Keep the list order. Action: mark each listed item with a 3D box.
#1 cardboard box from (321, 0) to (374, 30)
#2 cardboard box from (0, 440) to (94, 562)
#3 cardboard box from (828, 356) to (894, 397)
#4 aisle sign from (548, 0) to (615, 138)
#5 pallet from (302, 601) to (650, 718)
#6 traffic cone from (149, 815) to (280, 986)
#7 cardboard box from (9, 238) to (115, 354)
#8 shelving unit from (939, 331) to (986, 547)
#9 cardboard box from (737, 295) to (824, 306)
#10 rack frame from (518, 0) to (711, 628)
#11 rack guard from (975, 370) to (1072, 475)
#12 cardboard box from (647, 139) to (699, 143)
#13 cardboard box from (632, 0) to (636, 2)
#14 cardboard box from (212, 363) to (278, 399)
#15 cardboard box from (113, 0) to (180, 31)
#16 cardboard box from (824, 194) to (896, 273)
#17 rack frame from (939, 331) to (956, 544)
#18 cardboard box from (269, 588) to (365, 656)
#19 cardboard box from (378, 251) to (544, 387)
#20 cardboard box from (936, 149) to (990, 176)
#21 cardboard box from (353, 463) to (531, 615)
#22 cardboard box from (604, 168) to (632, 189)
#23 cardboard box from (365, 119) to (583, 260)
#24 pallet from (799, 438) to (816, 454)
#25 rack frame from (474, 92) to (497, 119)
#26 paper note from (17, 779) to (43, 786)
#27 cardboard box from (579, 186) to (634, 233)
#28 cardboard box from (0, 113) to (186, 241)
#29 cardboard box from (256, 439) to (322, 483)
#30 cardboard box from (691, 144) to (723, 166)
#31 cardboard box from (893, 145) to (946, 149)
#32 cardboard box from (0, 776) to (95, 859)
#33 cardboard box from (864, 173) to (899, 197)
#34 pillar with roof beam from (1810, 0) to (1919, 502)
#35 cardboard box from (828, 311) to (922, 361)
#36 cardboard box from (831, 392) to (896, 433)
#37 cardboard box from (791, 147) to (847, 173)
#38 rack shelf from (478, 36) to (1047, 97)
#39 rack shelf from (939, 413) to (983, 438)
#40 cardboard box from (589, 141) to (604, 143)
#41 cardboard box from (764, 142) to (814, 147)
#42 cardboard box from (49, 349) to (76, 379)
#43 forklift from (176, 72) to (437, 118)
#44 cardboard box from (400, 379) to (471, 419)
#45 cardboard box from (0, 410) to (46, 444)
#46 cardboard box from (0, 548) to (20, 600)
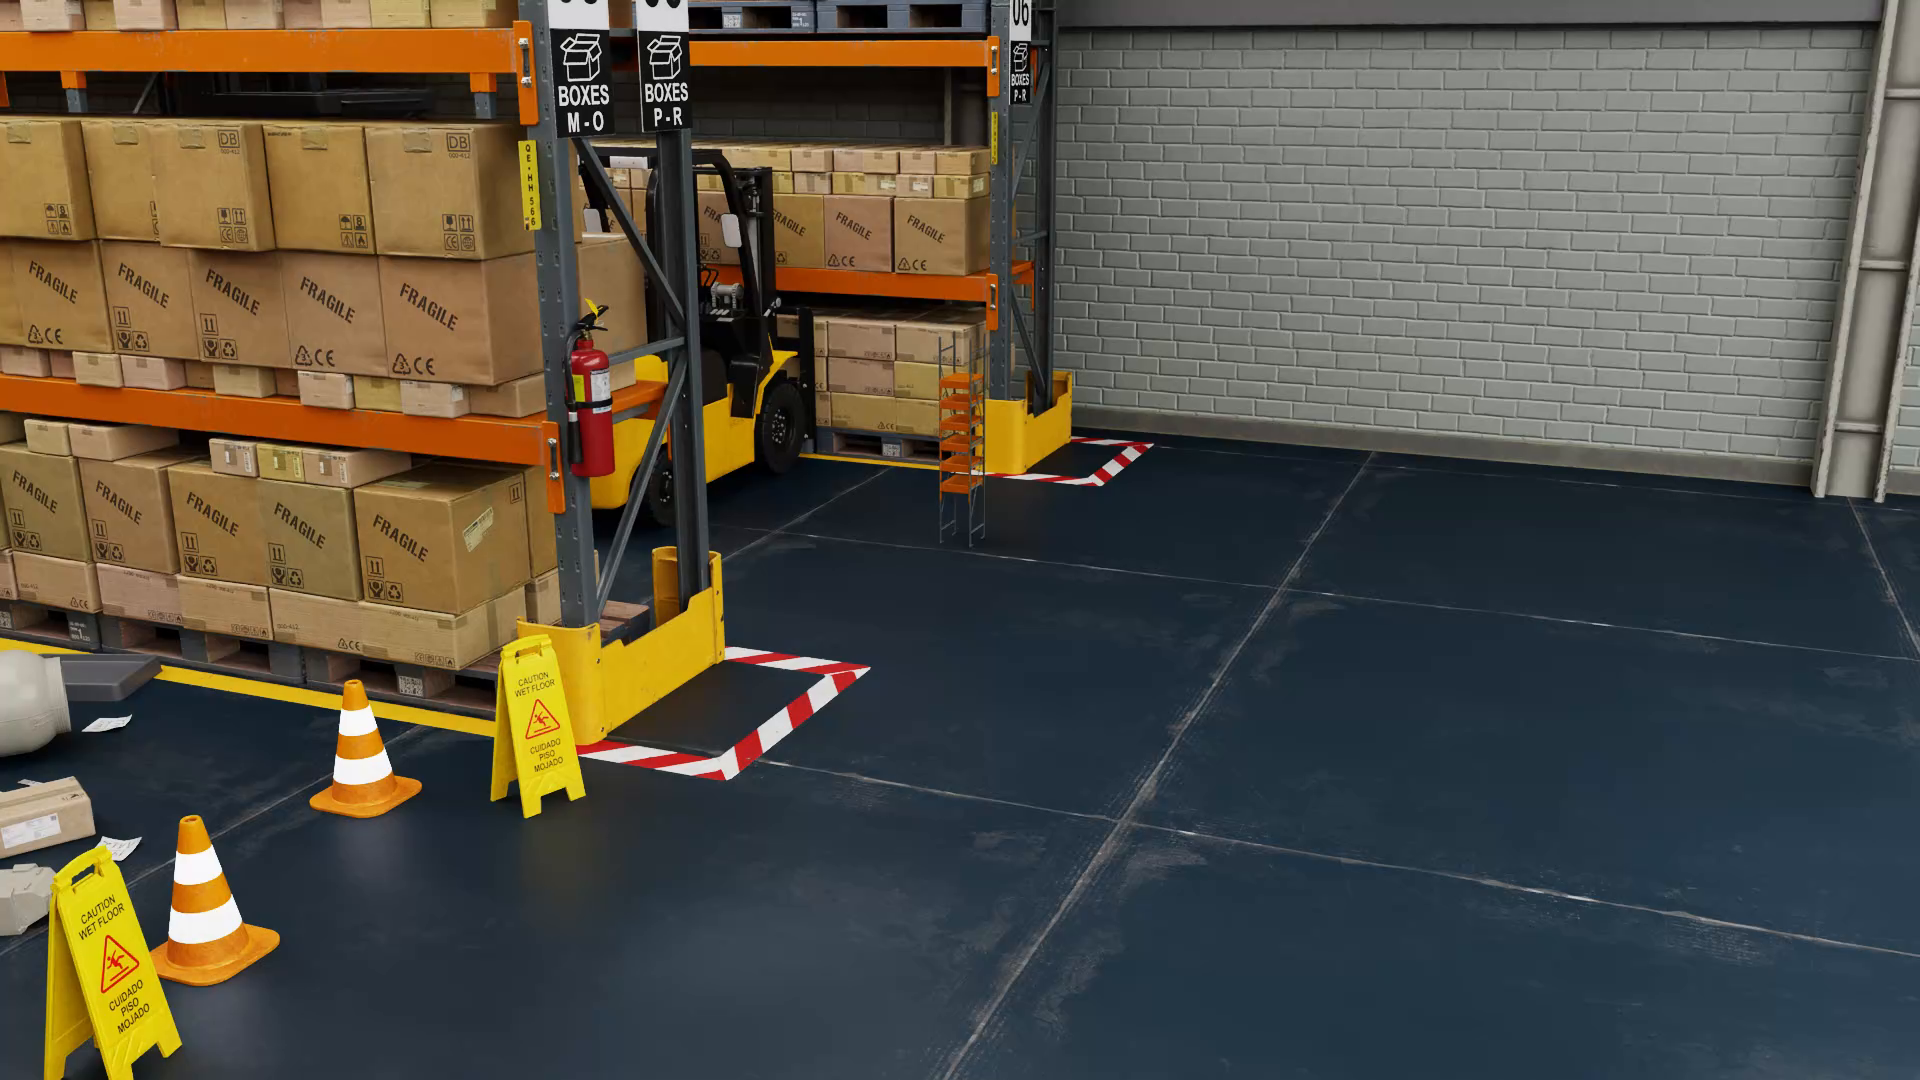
[{"bbox_3d":[-2.296,-2.095,6.579,0.250,0.149,0.380,7,18,22],"label":"cardboard box"},{"bbox_3d":[-4.152,-0.226,7.907,0.500,0.500,0.500,7,18,23],"label":"cardboard box"},{"bbox_3d":[-0.595,-1.190,11.673,0.500,0.250,0.500,6,17,20],"label":"cardboard box"},{"bbox_3d":[-1.432,-1.925,6.261,0.004,0.787,0.394,6,17,21],"label":"aisle sign"},{"bbox_3d":[-2.196,0.481,7.637,1.213,0.211,1.003,6,17,21],"label":"pallet"},{"bbox_3d":[-2.347,1.074,5.145,0.334,0.463,0.336,6,17,21],"label":"traffic cone"},{"bbox_3d":[-3.859,-1.141,7.509,0.500,0.500,0.500,6,17,20],"label":"cardboard box"},{"bbox_3d":[0.013,-0.575,9.501,0.189,1.200,0.258,6,17,21],"label":"shelving unit"},{"bbox_3d":[-1.344,-1.664,12.409,0.500,0.250,0.500,6,17,20],"label":"cardboard box"},{"bbox_3d":[-1.383,-0.758,6.904,0.127,3.000,1.000,6,17,21],"label":"rack frame"},{"bbox_3d":[0.457,-0.843,11.680,0.348,0.500,1.175,6,17,21],"label":"rack guard"},{"bbox_3d":[-2.153,-2.933,12.522,0.250,0.149,0.380,6,17,20],"label":"cardboard box"},{"bbox_3d":[-2.265,-3.821,11.593,0.250,0.149,0.380,7,18,22],"label":"cardboard box"},{"bbox_3d":[-3.025,-0.733,7.268,0.250,0.149,0.380,6,17,20],"label":"cardboard box"},{"bbox_3d":[-3.263,-2.187,6.898,0.250,0.149,0.380,6,17,20],"label":"cardboard box"},{"bbox_3d":[-0.598,-2.131,11.456,0.500,0.500,0.500,7,18,22],"label":"cardboard box"},{"bbox_3d":[-0.072,-0.584,9.534,0.006,1.200,0.240,6,17,21],"label":"rack frame"},{"bbox_3d":[-2.712,0.293,7.463,0.500,0.250,0.500,6,17,21],"label":"cardboard box"},{"bbox_3d":[-1.989,-0.933,6.794,0.500,0.500,0.500,6,17,20],"label":"cardboard box"},{"bbox_3d":[0.024,-2.530,11.132,0.250,0.149,0.380,6,17,21],"label":"cardboard box"},{"bbox_3d":[-2.224,-0.014,7.174,0.500,0.500,0.500,6,17,21],"label":"cardboard box"},{"bbox_3d":[-2.390,-2.624,11.988,0.250,0.149,0.380,7,17,22],"label":"cardboard box"},{"bbox_3d":[-1.938,-1.425,6.694,0.500,0.500,0.700,6,17,19],"label":"cardboard box"},{"bbox_3d":[-1.423,-0.899,12.392,1.213,0.211,1.003,6,17,21],"label":"pallet"},{"bbox_3d":[-3.286,-2.455,12.749,0.127,3.000,1.000,6,17,21],"label":"rack frame"},{"bbox_3d":[-3.581,0.940,6.419,0.123,0.001,0.032,6,17,21],"label":"paper note"},{"bbox_3d":[-2.478,-2.341,12.177,0.500,0.500,0.500,7,17,22],"label":"cardboard box"},{"bbox_3d":[-3.850,-1.621,7.369,0.500,0.500,0.700,6,17,19],"label":"cardboard box"},{"bbox_3d":[-2.823,-0.372,7.244,0.250,0.149,0.380,7,17,22],"label":"cardboard box"},{"bbox_3d":[-1.871,-2.736,11.843,0.250,0.149,0.380,6,17,20],"label":"cardboard box"},{"bbox_3d":[-0.281,-2.697,11.706,0.250,0.149,0.380,7,17,22],"label":"cardboard box"},{"bbox_3d":[-3.343,1.001,5.958,0.380,0.149,0.250,-12,20,-37],"label":"cardboard box"},{"bbox_3d":[-0.458,-2.429,11.317,0.250,0.149,0.380,7,17,22],"label":"cardboard box"},{"bbox_3d":[4.120,-3.501,5.594,0.400,9.000,9.100,6,17,21],"label":"pillar with roof beam"},{"bbox_3d":[-0.585,-1.424,11.583,0.500,0.250,0.500,7,17,22],"label":"cardboard box"},{"bbox_3d":[-0.577,-0.946,11.732,0.500,0.250,0.500,6,17,21],"label":"cardboard box"},{"bbox_3d":[-0.957,-2.610,11.406,0.250,0.149,0.380,7,18,22],"label":"cardboard box"},{"bbox_3d":[-1.426,-3.345,11.727,4.000,0.370,1.077,6,17,21],"label":"rack shelf"},{"bbox_3d":[0.013,-0.647,9.480,0.180,0.103,0.258,6,17,21],"label":"rack shelf"},{"bbox_3d":[-2.815,-2.849,12.230,0.250,0.149,0.380,7,17,21],"label":"cardboard box"},{"bbox_3d":[-1.227,-2.803,12.074,0.250,0.149,0.380,6,17,21],"label":"cardboard box"},{"bbox_3d":[-3.939,-0.846,7.658,0.250,0.149,0.380,6,17,20],"label":"cardboard box"},{"bbox_3d":[-3.907,-1.746,10.432,3.031,2.935,1.130,6,17,20],"label":"forklift"},{"bbox_3d":[-2.086,-0.617,6.870,0.250,0.149,0.380,6,17,20],"label":"cardboard box"},{"bbox_3d":[-4.560,-0.561,7.897,0.250,0.149,0.380,7,17,21],"label":"cardboard box"},{"bbox_3d":[-4.654,0.082,8.189,0.500,0.250,0.500,5,17,18],"label":"cardboard box"}]
